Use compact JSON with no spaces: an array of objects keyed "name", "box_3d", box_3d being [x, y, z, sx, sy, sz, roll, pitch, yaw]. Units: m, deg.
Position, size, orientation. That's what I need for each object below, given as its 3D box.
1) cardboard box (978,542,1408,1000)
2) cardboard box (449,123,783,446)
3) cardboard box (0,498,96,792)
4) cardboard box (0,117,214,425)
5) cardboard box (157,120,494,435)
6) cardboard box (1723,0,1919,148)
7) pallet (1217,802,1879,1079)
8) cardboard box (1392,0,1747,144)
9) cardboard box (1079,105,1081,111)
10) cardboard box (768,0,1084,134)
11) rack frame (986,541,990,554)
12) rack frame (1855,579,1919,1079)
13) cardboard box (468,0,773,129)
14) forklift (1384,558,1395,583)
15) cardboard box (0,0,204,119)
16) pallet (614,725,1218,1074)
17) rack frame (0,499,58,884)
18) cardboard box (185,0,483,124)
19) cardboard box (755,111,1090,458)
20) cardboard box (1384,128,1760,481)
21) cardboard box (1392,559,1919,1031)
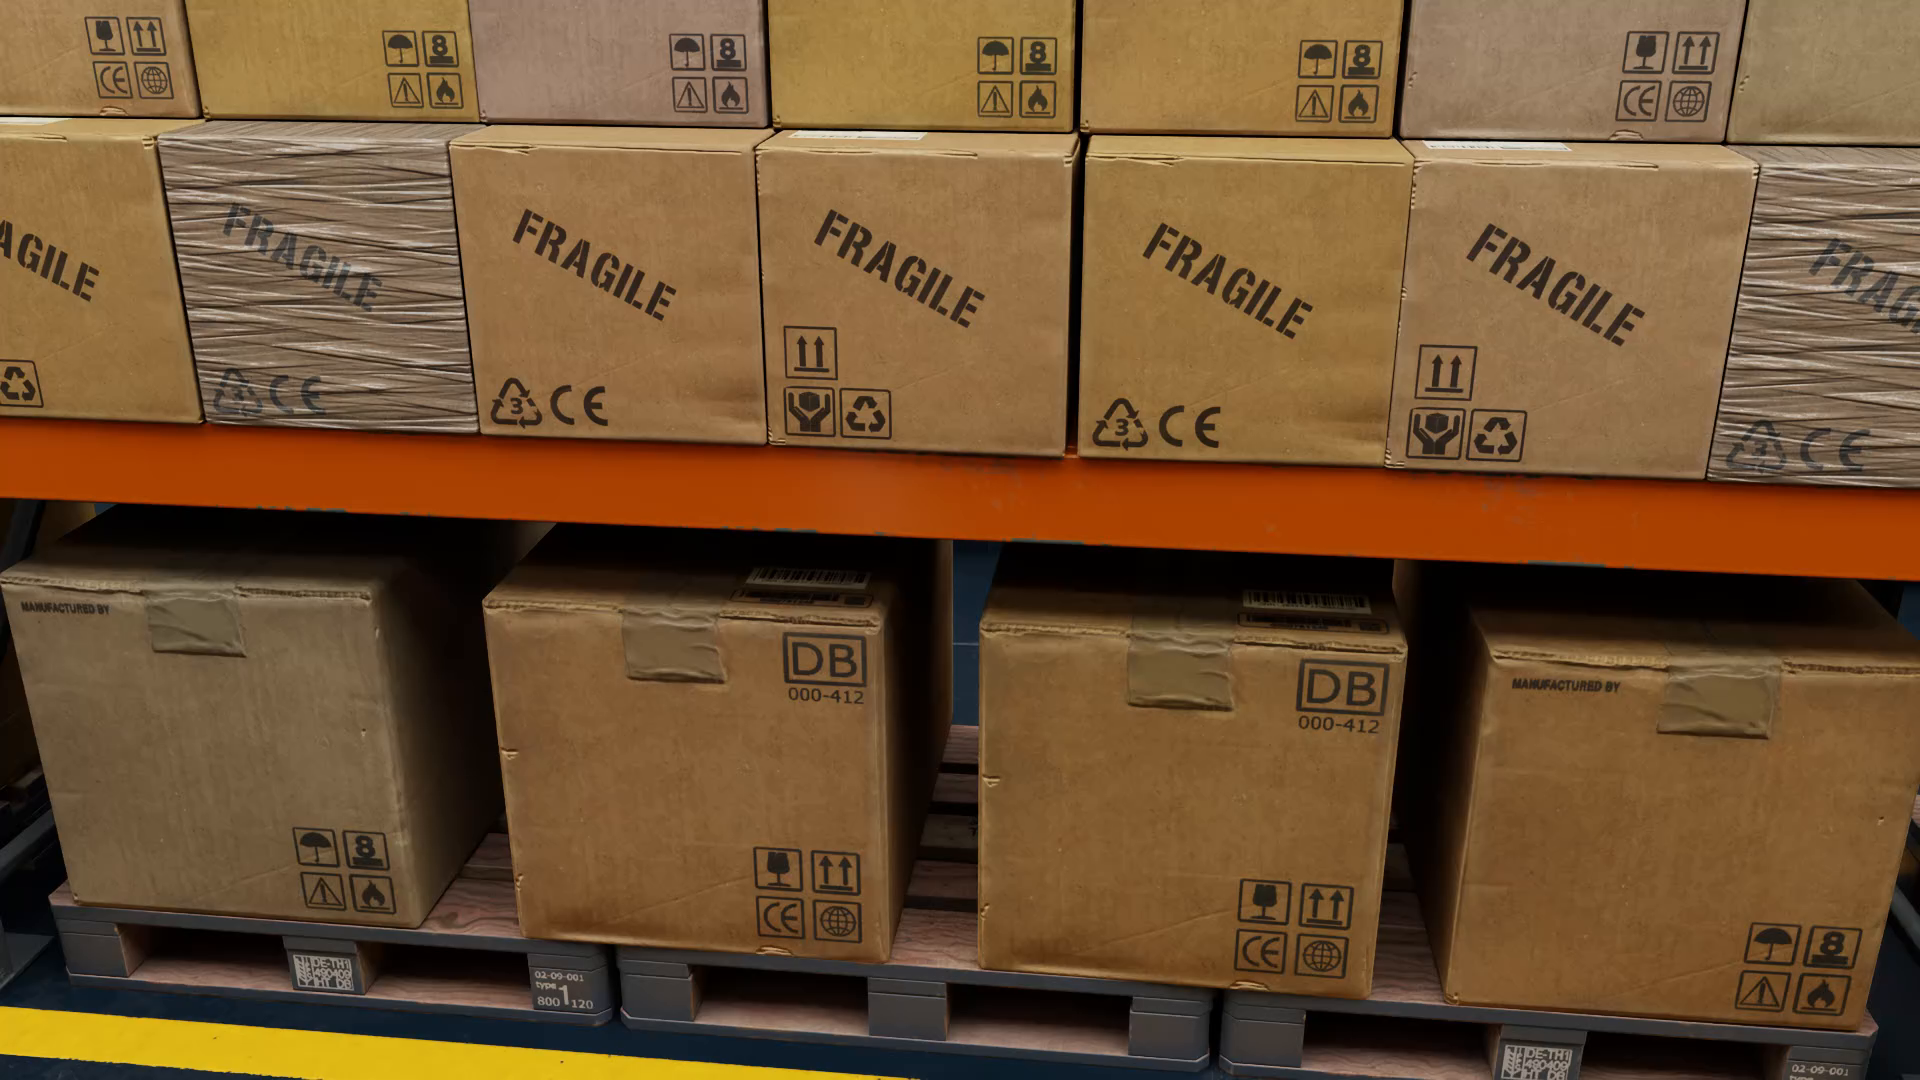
[{"name":"cardboard box","box_3d":[0.475,0.320,3.539,0.750,0.750,1.050,3,22,7]},{"name":"cardboard box","box_3d":[-0.547,-0.489,2.962,0.500,0.500,0.500,2,22,6]},{"name":"cardboard box","box_3d":[-2.651,0.132,3.845,0.875,0.875,0.875,3,22,7]},{"name":"cardboard box","box_3d":[-1.544,-0.534,3.074,0.500,0.500,0.500,3,22,7]},{"name":"cardboard box","box_3d":[-1.043,-0.512,3.019,0.500,0.500,0.500,3,22,7]},{"name":"cardboard box","box_3d":[1.493,-0.970,2.817,0.500,0.500,0.700,2,22,6]},{"name":"pallet","box_3d":[1.163,0.800,3.629,1.213,0.211,1.003,2,22,6]},{"name":"cardboard box","box_3d":[0.990,-0.991,2.871,0.500,0.500,0.700,2,22,6]},{"name":"cardboard box","box_3d":[0.023,-0.665,3.406,0.500,0.500,0.500,2,22,6]},{"name":"cardboard box","box_3d":[-0.027,-1.034,2.981,0.500,0.500,0.700,2,22,6]},{"name":"rack frame","box_3d":[0.109,-0.414,5.762,0.006,0.900,0.240,2,22,6]},{"name":"rack frame","box_3d":[1.937,-0.435,2.961,0.127,3.000,1.000,2,22,6]},{"name":"cardboard box","box_3d":[-0.528,-1.057,3.037,0.500,0.500,0.700,3,22,7]},{"name":"forklift","box_3d":[2.357,-2.631,8.607,3.943,2.935,8.118,1,22,2]},{"name":"cardboard box","box_3d":[-1.541,-1.100,3.147,0.500,0.500,0.700,2,22,5]},{"name":"pallet","box_3d":[-0.045,0.746,3.765,1.213,0.211,1.003,2,22,6]},{"name":"rack frame","box_3d":[-2.035,-0.609,3.401,0.053,2.616,0.949,2,22,6]},{"name":"cardboard box","box_3d":[-1.030,-1.079,3.093,0.500,0.500,0.700,2,22,5]},{"name":"cardboard box","box_3d":[-0.043,-0.467,2.906,0.500,0.500,0.500,3,22,7]},{"name":"cardboard box","box_3d":[0.963,-0.425,2.799,0.500,0.500,0.500,2,22,6]},{"name":"cardboard box","box_3d":[-0.886,-0.771,5.633,5.693,1.239,5.455,2,22,6]}]
